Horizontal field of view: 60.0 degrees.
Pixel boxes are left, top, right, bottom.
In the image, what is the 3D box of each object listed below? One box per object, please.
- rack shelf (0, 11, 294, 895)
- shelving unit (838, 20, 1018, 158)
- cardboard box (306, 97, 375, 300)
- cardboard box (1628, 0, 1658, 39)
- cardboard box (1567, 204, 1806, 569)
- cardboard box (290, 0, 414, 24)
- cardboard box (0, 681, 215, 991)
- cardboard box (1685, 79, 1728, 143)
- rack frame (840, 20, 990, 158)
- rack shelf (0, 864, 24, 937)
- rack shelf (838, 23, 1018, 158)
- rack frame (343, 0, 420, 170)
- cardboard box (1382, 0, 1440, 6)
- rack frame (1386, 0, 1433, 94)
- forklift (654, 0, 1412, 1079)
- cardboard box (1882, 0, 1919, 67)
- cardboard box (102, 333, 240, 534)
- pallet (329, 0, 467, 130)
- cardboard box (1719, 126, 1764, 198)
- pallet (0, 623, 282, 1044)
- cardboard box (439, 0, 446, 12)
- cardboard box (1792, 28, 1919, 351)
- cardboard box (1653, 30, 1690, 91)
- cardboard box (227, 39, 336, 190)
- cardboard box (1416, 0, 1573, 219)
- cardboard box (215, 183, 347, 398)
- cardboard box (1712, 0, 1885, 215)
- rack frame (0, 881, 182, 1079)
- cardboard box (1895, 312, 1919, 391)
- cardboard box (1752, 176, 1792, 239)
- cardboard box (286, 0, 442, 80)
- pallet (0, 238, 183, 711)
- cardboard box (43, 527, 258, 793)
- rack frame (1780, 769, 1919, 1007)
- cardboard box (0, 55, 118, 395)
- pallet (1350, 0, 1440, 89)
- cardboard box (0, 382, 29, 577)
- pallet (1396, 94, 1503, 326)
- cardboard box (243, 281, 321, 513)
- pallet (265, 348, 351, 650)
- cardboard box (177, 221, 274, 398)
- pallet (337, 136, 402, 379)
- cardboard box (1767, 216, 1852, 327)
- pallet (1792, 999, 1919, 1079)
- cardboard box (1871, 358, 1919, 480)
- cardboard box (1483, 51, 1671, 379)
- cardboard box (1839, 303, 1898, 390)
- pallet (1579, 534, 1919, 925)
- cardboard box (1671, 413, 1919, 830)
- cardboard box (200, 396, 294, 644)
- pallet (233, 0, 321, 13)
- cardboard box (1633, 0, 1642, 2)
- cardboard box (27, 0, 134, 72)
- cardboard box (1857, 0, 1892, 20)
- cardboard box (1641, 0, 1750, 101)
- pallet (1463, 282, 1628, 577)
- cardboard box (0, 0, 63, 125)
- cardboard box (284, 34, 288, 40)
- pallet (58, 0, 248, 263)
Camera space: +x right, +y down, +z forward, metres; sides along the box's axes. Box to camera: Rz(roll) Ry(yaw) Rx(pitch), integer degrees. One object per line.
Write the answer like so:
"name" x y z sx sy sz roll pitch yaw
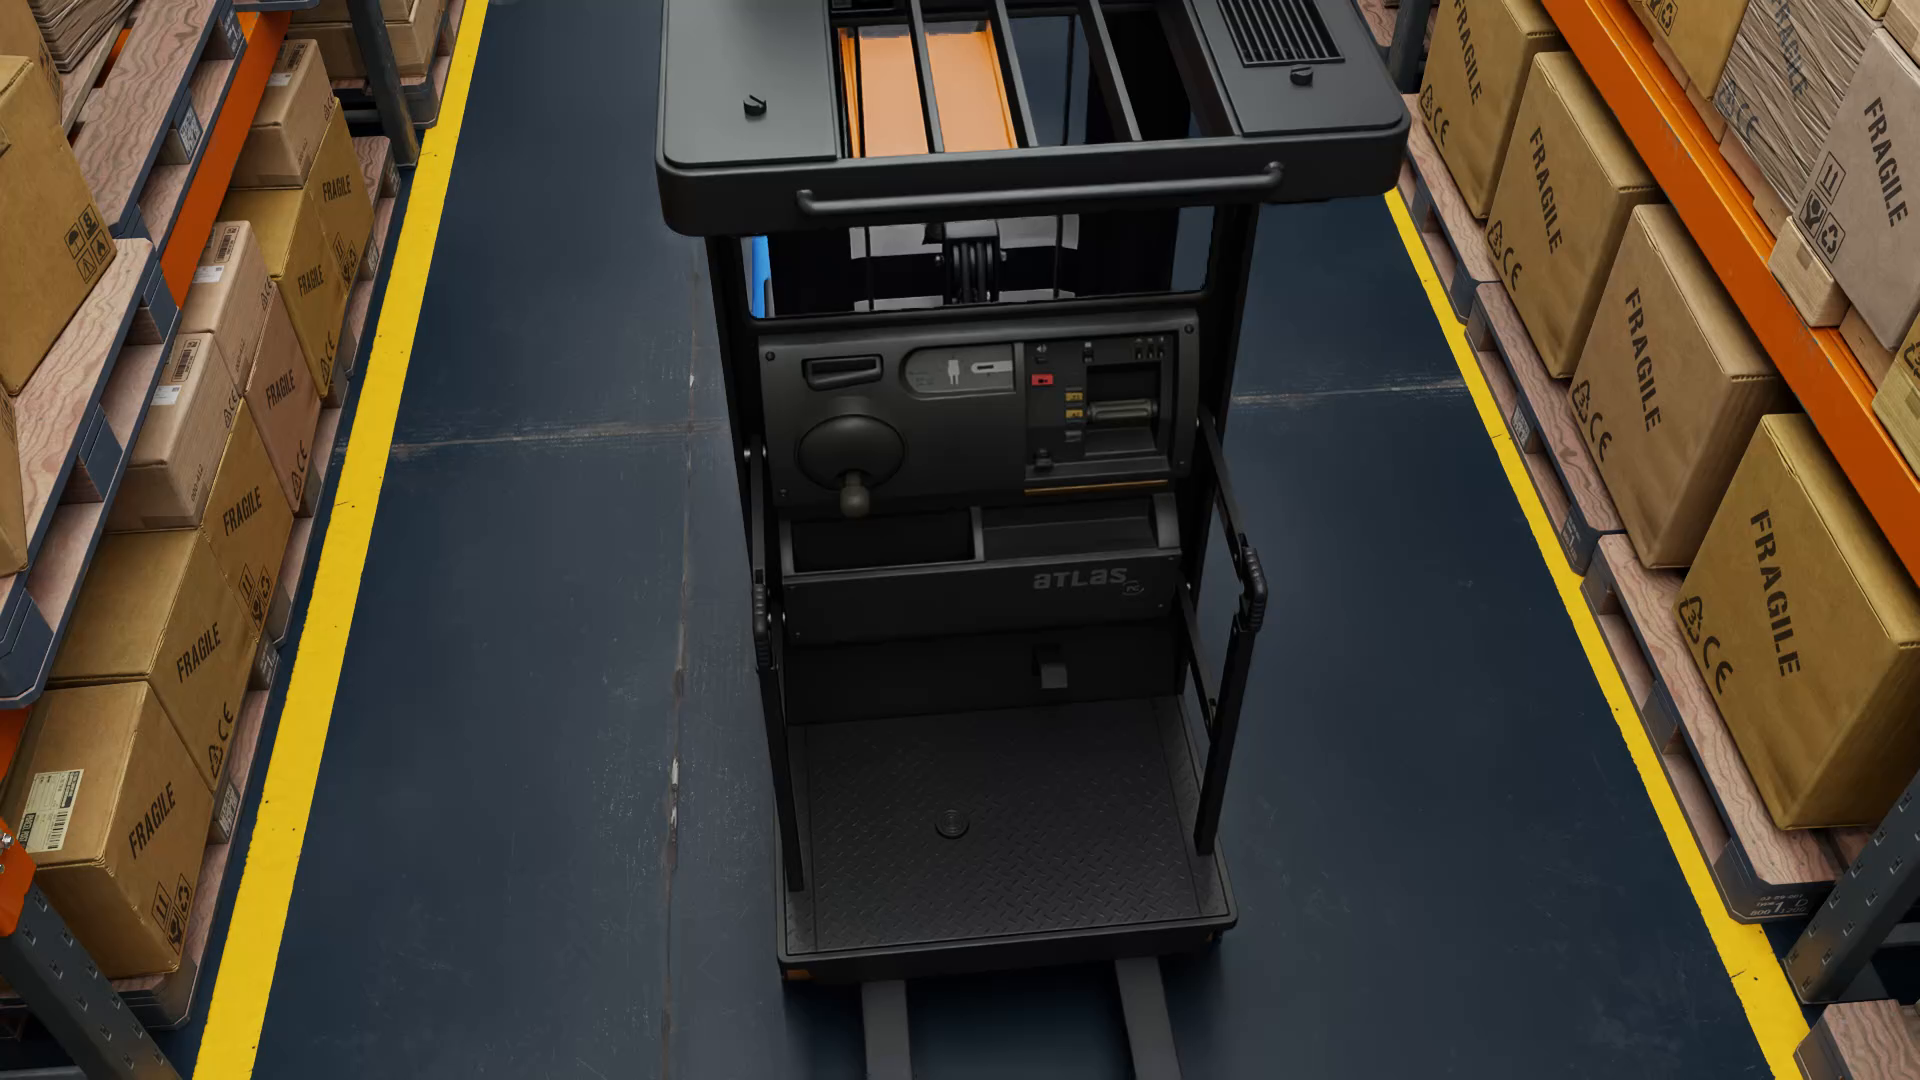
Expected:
"rack shelf" -2.513 -0.839 4.474 1.077 0.370 4.000 -3 47 -3
"shelving unit" -0.095 -1.045 5.465 0.538 1.125 1.048 -4 47 -4
"cardboard box" -2.368 -1.162 5.703 0.500 0.500 0.500 -2 47 -2
"cardboard box" 2.188 -1.576 4.836 0.380 0.149 0.250 -3 47 -3
"cardboard box" 2.329 -0.453 4.805 0.750 0.750 0.750 -2 47 -2
"cardboard box" -2.432 -2.321 6.601 0.500 0.311 0.500 -2 47 -2
"cardboard box" -2.143 0.705 3.935 0.500 0.500 0.500 -5 47 -5
"cardboard box" 2.206 -1.205 4.485 0.380 0.149 0.250 -2 47 -2
"rack frame" -0.146 -1.412 5.812 0.500 1.125 0.032 -4 47 -4
"rack shelf" -2.178 2.055 1.733 1.077 0.370 4.000 -3 47 -3
"rack shelf" -0.095 -1.246 5.252 0.538 0.278 1.000 -4 47 -4
"rack frame" -2.681 -2.533 5.583 1.000 3.000 0.127 -3 47 -3
"cardboard box" 2.143 -2.646 7.109 0.700 0.500 0.500 -3 47 -3
"rack frame" 2.255 -2.837 5.871 1.000 3.000 0.127 -3 47 -3
"forklift" 0.071 -0.170 3.392 1.130 2.935 3.031 -4 47 -4
"cardboard box" 2.263 -1.037 3.362 0.500 0.250 0.500 -3 47 -2
"cardboard box" -2.227 -0.277 4.348 0.500 0.250 0.500 -3 47 -3
"pallet" -2.711 -2.172 7.162 1.003 0.211 1.213 -3 47 -3
"cardboard box" 2.217 -1.012 4.302 0.380 0.149 0.250 -5 47 -4
"pallet" -2.452 0.734 4.410 1.003 0.211 1.213 -3 47 -3
"cardboard box" -2.475 -2.492 7.149 0.500 0.250 0.500 -5 47 -4
"cardboard box" 2.248 -0.773 3.629 0.500 0.500 0.500 -3 47 -3
"cardboard box" 2.191 -1.396 4.665 0.380 0.149 0.250 -3 47 -3
"cardboard box" -2.360 -1.380 5.393 0.500 0.250 0.500 -2 47 -2
"cardboard box" 2.186 -1.702 5.987 0.750 0.750 0.750 -4 47 -4
"cardboard box" -2.325 -0.788 5.349 0.500 0.500 0.500 -5 47 -5
"cardboard box" 2.214 -1.137 3.974 0.500 0.500 0.500 -3 47 -3
"rack frame" -2.343 0.361 2.842 0.949 2.616 0.053 -3 47 -3
"cardboard box" 2.300 -0.405 3.280 0.500 0.500 0.500 -4 47 -4
"cardboard box" 2.223 -0.830 4.130 0.380 0.149 0.250 -3 47 -3
"cardboard box" -2.432 -2.129 6.805 0.500 0.250 0.500 -4 47 -3
"pallet" -2.304 -0.158 3.466 1.003 0.211 1.213 -3 47 -3
"cardboard box" -2.199 0.319 4.300 0.500 0.500 0.500 -3 47 -3
"rack frame" 2.590 0.057 3.130 1.000 3.000 0.127 -3 47 -3
"cardboard box" -2.283 -0.668 3.458 0.700 0.500 0.500 3 47 3
"pallet" 2.191 -2.443 7.419 1.003 0.211 1.213 -3 47 -3
"cardboard box" -2.163 -0.174 2.991 0.700 0.500 0.500 -18 49 -16
"pallet" 2.246 -1.303 6.339 1.003 0.211 1.213 -3 47 -3
"cardboard box" -2.275 -0.409 4.990 0.500 0.500 0.500 -5 47 -5
"pallet" -2.557 -0.151 5.248 1.003 0.211 1.213 -3 47 -3
"cardboard box" -2.270 -0.640 4.692 0.500 0.250 0.500 -4 47 -4
"pallet" -2.656 -1.032 6.082 1.003 0.211 1.213 -3 47 -3
"cardboard box" 2.178 -0.650 3.958 0.380 0.149 0.250 -3 47 -3
"pallet" 2.576 1.571 3.617 1.003 0.211 1.213 -3 47 -3
"cardboard box" 2.235 -0.272 3.601 0.380 0.149 0.250 -3 47 -3
"cardboard box" 2.253 -1.068 5.387 0.750 0.750 0.750 -4 47 -3
"cardboard box" 2.258 -0.462 3.781 0.380 0.149 0.250 -2 47 -2
"pallet" 2.450 0.462 4.667 1.003 0.211 1.213 -3 47 -3
"cardboard box" 2.406 0.190 4.196 0.750 0.750 0.750 -3 47 -3
"cardboard box" -2.234 -0.043 4.643 0.500 0.500 0.500 -3 47 -3
"pallet" -2.554 -1.981 5.192 1.213 0.211 1.003 -3 47 -3
"cardboard box" 2.116 -1.875 4.672 0.500 0.500 0.500 -4 47 -3
"cardboard box" -2.629 -1.590 4.331 0.700 0.500 0.500 4 47 4
"cardboard box" 2.220 -1.406 3.712 0.500 0.250 0.500 -3 47 -3
"cardboard box" 2.167 -1.498 4.316 0.500 0.500 0.500 -2 47 -2
"pallet" 2.345 -0.422 5.505 1.003 0.211 1.213 -3 47 -3
"cardboard box" -2.555 -1.092 3.860 0.700 0.500 0.500 -14 48 -13
"cardboard box" -2.968 -2.098 6.775 0.500 0.250 0.500 -2 47 -2
"pallet" -2.513 -1.060 4.320 1.003 0.211 1.213 -3 47 -3
